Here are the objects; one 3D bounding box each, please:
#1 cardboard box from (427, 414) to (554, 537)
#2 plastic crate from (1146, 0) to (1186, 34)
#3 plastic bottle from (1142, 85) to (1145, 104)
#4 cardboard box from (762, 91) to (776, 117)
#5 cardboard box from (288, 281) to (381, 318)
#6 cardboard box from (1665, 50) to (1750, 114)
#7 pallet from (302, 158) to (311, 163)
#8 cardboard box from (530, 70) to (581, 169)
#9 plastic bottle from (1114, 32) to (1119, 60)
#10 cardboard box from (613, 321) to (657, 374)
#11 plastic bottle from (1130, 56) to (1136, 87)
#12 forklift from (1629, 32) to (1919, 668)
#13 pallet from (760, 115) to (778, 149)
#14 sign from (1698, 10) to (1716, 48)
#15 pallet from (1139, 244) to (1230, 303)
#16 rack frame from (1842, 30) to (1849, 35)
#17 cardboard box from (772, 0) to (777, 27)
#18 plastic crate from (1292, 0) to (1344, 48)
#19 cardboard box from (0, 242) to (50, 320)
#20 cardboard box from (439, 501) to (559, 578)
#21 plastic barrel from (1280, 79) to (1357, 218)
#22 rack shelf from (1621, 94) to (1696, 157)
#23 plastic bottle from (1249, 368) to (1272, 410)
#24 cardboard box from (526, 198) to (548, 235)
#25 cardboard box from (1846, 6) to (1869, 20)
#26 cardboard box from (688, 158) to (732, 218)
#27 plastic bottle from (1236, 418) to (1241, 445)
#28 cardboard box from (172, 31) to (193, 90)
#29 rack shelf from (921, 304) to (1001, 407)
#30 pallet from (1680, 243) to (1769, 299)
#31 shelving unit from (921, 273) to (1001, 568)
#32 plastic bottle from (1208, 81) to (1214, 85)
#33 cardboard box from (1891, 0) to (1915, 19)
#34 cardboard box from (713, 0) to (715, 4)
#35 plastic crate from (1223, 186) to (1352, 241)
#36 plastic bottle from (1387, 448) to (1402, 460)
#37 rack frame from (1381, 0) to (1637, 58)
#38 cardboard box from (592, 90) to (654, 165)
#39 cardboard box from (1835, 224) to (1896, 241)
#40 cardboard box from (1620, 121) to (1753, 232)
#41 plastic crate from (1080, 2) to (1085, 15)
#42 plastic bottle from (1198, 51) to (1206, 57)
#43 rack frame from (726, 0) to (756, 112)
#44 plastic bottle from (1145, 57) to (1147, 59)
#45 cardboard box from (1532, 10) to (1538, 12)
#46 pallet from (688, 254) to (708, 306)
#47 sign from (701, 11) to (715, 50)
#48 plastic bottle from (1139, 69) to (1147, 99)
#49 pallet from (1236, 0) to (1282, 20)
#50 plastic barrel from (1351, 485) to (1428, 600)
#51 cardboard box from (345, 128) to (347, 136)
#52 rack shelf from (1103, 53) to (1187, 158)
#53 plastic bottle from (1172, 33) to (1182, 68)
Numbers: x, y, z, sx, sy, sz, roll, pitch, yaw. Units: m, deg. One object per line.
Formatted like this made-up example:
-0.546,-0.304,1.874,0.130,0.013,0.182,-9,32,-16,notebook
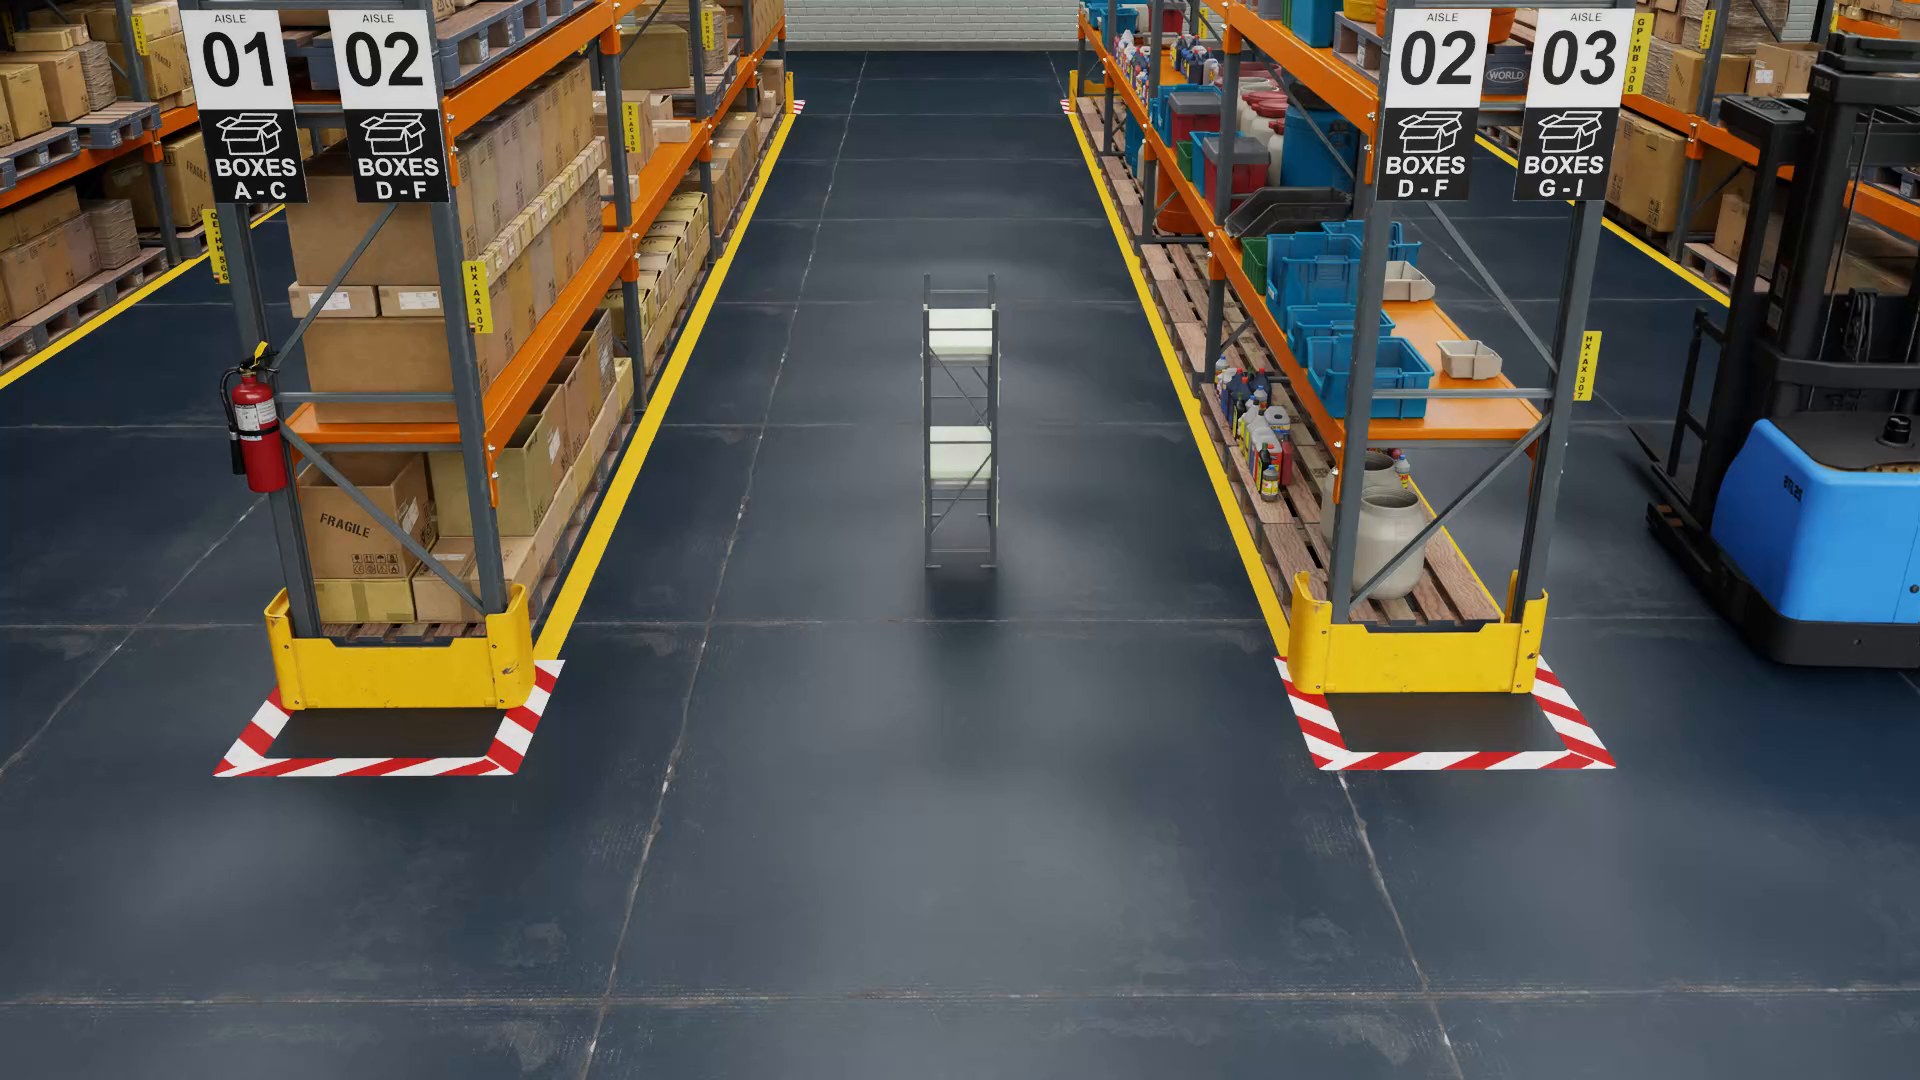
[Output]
-2.471,-0.347,8.793,0.500,0.500,0.500,0,24,-1,cardboard box
2.383,-6.029,19.291,0.402,0.464,0.583,0,24,-1,plastic crate
1.768,-4.213,15.665,0.097,0.201,0.097,0,24,0,plastic bottle
-2.622,-5.564,21.216,0.500,0.250,0.500,0,24,-1,cardboard box
-2.875,-1.136,7.713,0.380,0.149,0.250,-1,24,-1,cardboard box
6.885,-4.226,15.332,0.500,0.500,0.500,0,24,1,cardboard box
-7.680,-3.971,18.274,1.003,0.211,1.213,0,24,-1,pallet
-2.706,-2.532,10.013,0.700,0.500,0.500,0,24,-1,cardboard box
1.720,-5.398,18.186,0.061,0.283,0.133,0,24,-1,plastic bottle
-2.480,-1.392,12.016,0.500,0.250,0.500,-1,24,-2,cardboard box
1.739,-4.669,16.576,0.061,0.283,0.133,0,24,-1,plastic bottle
4.630,-1.265,8.990,1.130,2.935,3.031,1,24,3,forklift
-2.834,-5.099,20.769,1.003,0.211,1.213,0,24,-1,pallet
6.584,-4.502,14.658,0.100,0.325,0.005,0,24,-1,sign
2.156,-2.366,14.724,1.003,0.211,1.213,0,24,-1,pallet
12.012,-7.255,22.151,1.000,3.000,0.127,0,24,-1,rack frame
-2.568,-6.674,20.746,0.500,0.500,0.500,0,24,0,cardboard box
1.951,-2.803,8.687,0.392,0.384,0.575,0,24,-1,plastic crate
-7.723,-2.051,13.144,0.700,0.500,0.500,0,24,0,cardboard box
-2.472,-0.005,8.948,0.500,0.250,0.500,0,24,-1,cardboard box
2.528,-2.696,11.463,0.600,0.901,0.708,0,24,-1,plastic barrel
7.117,-4.474,16.876,1.077,0.370,4.000,0,24,-1,rack shelf
1.968,-0.967,10.929,0.144,0.351,0.185,0,24,-1,plastic bottle
-2.485,-1.776,9.127,0.380,0.149,0.250,0,24,0,cardboard box
11.681,-6.790,21.427,0.380,0.149,0.250,-1,24,-2,cardboard box
-2.498,-3.401,16.129,0.500,0.500,0.500,-1,24,-2,cardboard box
1.805,-0.704,10.528,0.097,0.201,0.097,0,24,0,plastic bottle
-7.466,-4.518,15.594,0.500,0.500,0.500,1,24,1,cardboard box
0.000,-1.036,9.274,0.431,0.370,0.720,0,24,-1,rack shelf
7.146,-2.385,14.768,1.003,0.211,1.213,0,24,-1,pallet
0.000,-0.681,9.435,0.431,1.500,0.755,0,24,-1,shelving unit
2.375,-4.227,15.698,0.097,0.201,0.097,0,24,0,plastic bottle
11.776,-6.618,20.259,0.500,0.500,0.500,-1,24,-2,cardboard box
-3.029,-5.624,17.914,0.700,0.500,0.500,-9,26,-18,cardboard box
2.108,-2.063,10.746,0.767,0.338,0.504,0,24,-1,plastic crate
2.581,-0.464,9.898,0.061,0.283,0.133,0,24,0,plastic bottle
2.273,-3.393,6.331,1.000,3.000,0.127,0,24,-1,rack frame
-2.733,-3.289,13.261,0.500,0.500,0.500,-2,24,-3,cardboard box
7.198,-2.301,13.698,0.700,0.500,0.500,2,24,4,cardboard box
7.152,-3.486,15.885,1.225,0.875,0.875,-1,24,-3,cardboard box
1.693,-6.924,21.665,0.250,0.136,0.298,0,24,-1,plastic crate
2.483,-4.877,17.044,0.152,0.276,0.135,0,24,-1,plastic bottle
-2.811,-5.583,18.454,1.000,3.000,0.127,0,24,-1,rack frame
1.903,-4.852,17.079,0.097,0.201,0.097,0,24,0,plastic bottle
6.828,-5.874,18.919,0.500,0.250,0.500,-1,24,-2,cardboard box
-2.797,-2.325,14.634,1.003,0.211,1.213,0,24,-1,pallet
-2.212,-4.466,14.580,0.100,0.325,0.005,0,24,-1,sign
1.765,-4.365,15.917,0.097,0.271,0.097,0,24,0,plastic bottle
2.335,-3.291,9.976,1.213,0.211,1.003,0,24,-1,pallet
2.190,0.012,8.592,0.421,0.512,0.421,0,24,0,plastic barrel
-7.672,-5.127,19.971,0.700,0.500,0.500,0,24,-1,cardboard box
2.164,-4.452,16.826,1.077,0.370,4.000,0,24,-1,rack shelf
2.335,-5.203,17.675,0.144,0.351,0.185,0,24,-1,plastic bottle
